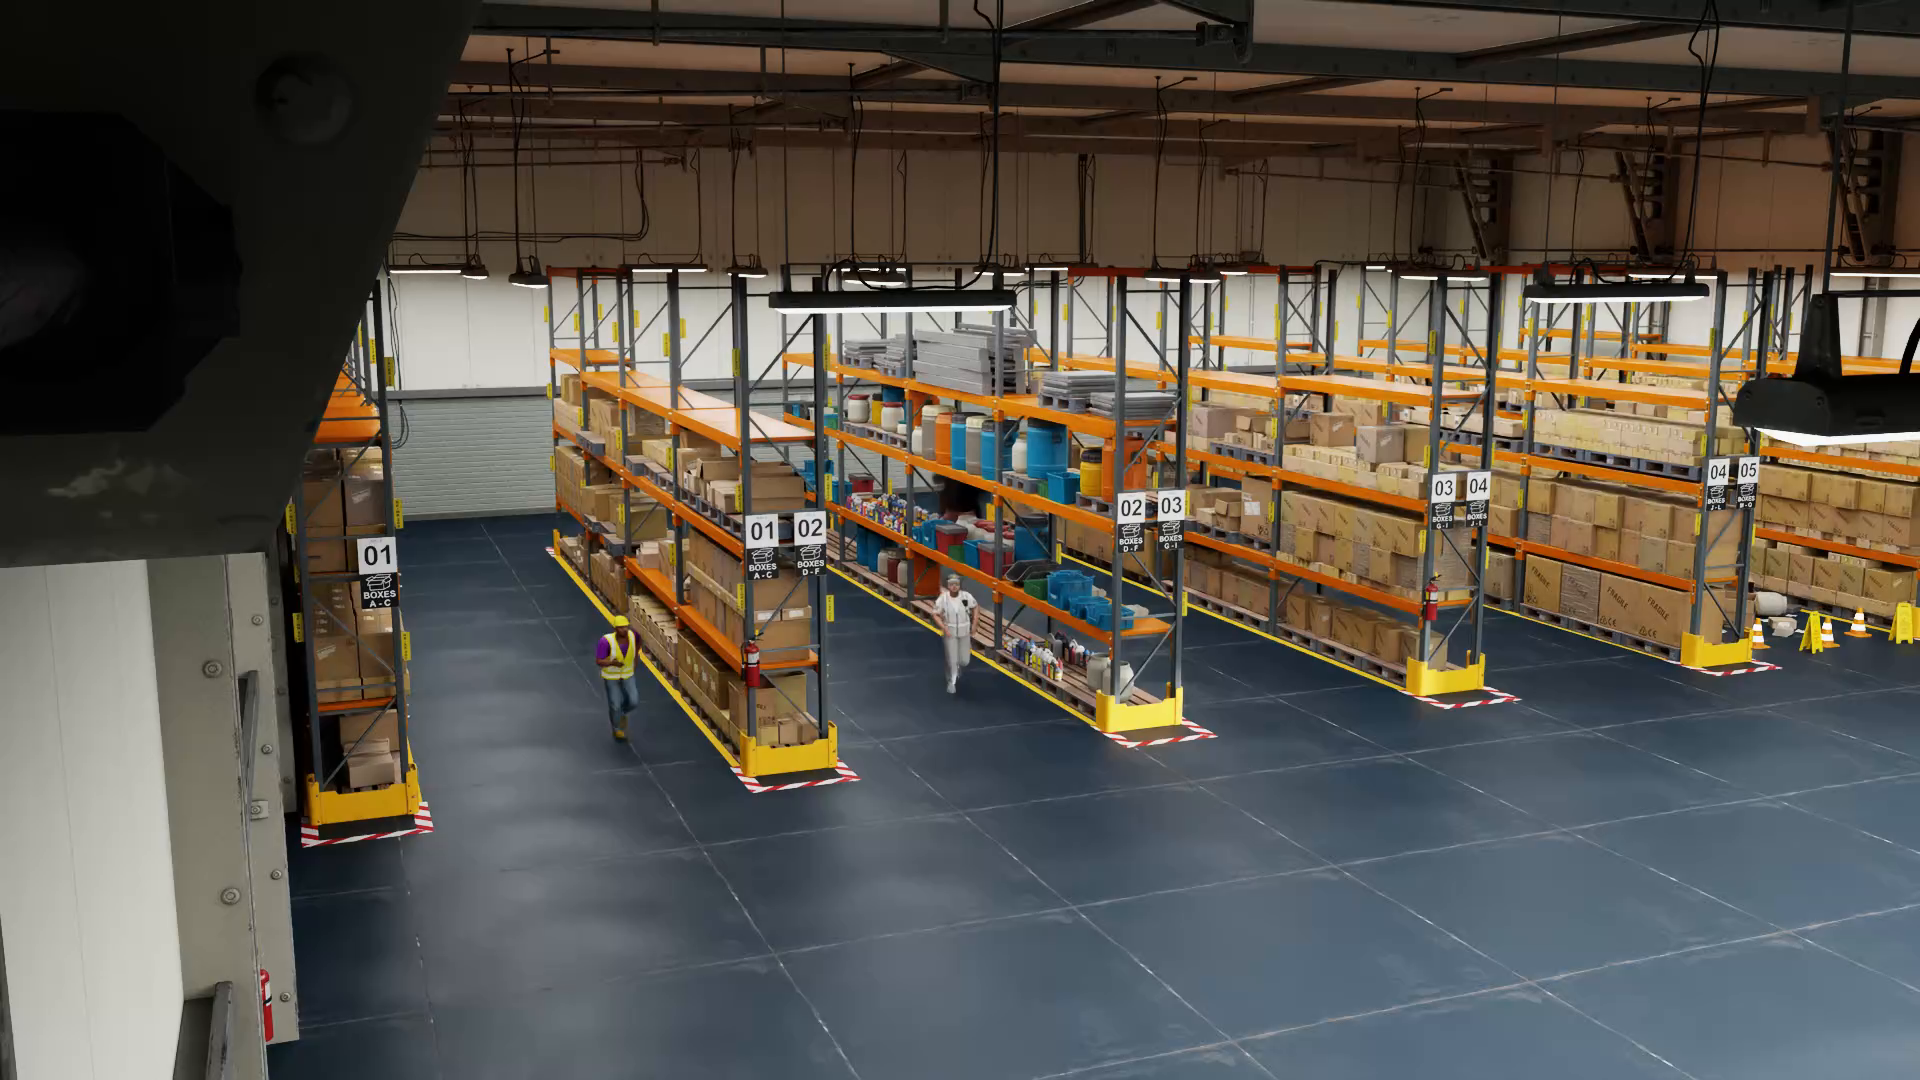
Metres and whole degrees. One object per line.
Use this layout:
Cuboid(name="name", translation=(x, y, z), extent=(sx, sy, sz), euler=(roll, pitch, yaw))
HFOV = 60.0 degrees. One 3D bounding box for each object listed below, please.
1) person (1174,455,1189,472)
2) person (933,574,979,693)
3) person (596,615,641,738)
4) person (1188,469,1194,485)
Cuboid(name="person", translation=(5.578, -1.717, 41.542), extent=(0.857, 1.742, 0.726), euler=(-2, 10, -12))
Cuboid(name="person", translation=(-0.055, 1.334, 24.044), extent=(0.687, 1.754, 0.676), euler=(-1, 10, -8))
Cuboid(name="person", translation=(-4.368, 1.779, 21.499), extent=(0.684, 1.687, 0.762), euler=(-5, 11, -28))
Cuboid(name="person", translation=(5.801, -1.754, 42.072), extent=(0.565, 1.627, 0.589), euler=(-9, 13, -42))
